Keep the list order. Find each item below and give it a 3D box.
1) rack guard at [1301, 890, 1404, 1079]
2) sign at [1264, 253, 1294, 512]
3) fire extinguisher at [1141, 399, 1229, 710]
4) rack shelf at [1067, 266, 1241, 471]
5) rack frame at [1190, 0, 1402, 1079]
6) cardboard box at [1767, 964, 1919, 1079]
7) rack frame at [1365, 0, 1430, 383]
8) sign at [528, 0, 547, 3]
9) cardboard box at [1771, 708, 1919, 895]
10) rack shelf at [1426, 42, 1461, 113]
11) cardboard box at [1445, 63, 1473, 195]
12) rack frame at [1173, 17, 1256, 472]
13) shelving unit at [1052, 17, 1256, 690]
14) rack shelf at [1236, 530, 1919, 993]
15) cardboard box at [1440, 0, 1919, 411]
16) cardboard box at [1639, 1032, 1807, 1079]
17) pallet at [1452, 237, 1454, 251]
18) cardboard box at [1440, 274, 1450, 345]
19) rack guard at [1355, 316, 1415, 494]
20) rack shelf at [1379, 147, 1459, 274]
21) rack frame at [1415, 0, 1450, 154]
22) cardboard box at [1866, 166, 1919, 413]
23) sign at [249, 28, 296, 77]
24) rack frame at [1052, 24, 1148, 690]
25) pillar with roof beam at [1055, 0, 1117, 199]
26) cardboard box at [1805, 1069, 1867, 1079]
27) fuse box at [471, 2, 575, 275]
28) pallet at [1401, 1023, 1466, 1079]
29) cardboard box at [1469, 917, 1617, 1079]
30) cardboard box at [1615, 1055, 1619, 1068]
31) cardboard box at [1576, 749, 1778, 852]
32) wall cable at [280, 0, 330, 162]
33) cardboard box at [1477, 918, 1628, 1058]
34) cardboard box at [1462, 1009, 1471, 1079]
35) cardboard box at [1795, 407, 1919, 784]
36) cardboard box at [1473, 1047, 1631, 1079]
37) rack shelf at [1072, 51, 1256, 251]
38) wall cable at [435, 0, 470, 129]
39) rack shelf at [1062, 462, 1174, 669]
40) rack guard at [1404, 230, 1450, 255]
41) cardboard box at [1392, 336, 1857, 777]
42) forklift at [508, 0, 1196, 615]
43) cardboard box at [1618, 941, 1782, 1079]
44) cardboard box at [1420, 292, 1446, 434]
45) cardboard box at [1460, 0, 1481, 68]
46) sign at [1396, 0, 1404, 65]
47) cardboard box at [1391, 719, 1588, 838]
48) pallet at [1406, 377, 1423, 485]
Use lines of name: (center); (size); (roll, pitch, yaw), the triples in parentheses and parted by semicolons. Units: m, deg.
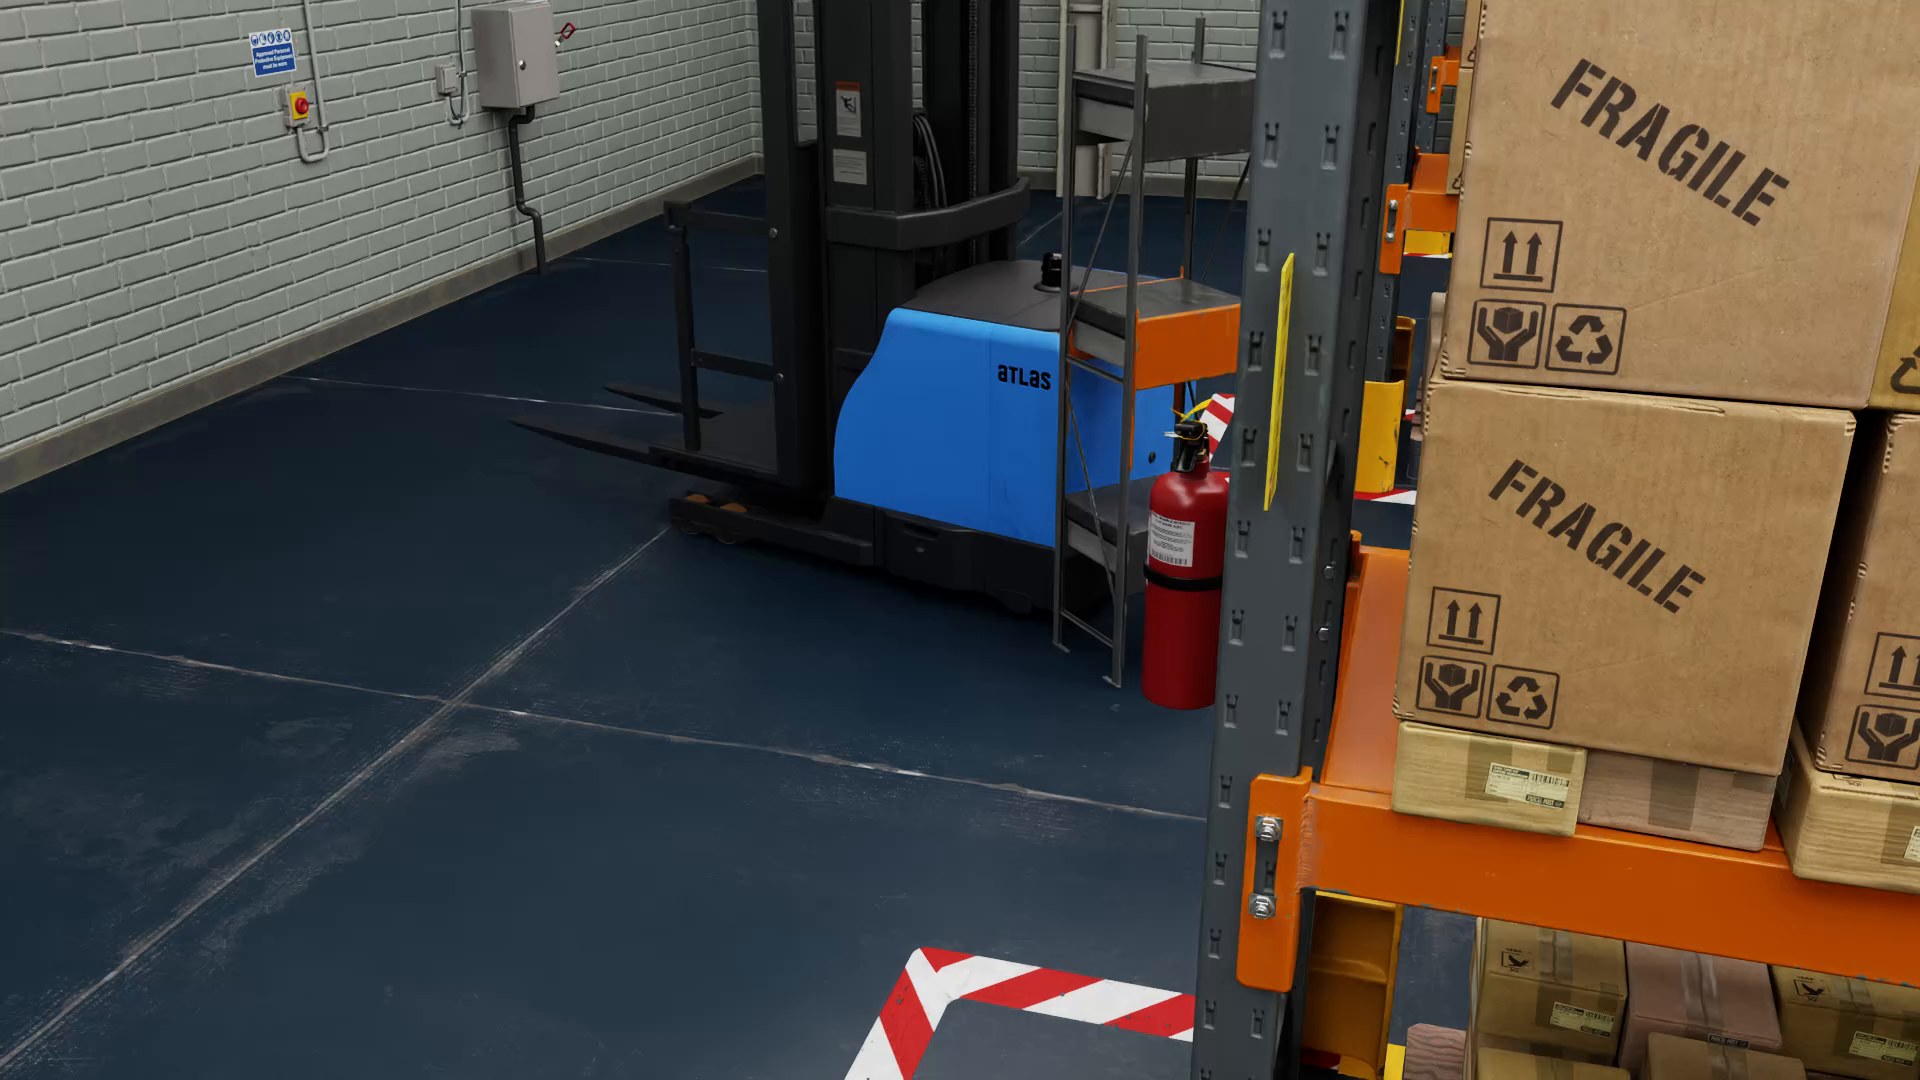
rack guard: (0.647, 1.163, 3.276); (0.348, 0.500, 1.175); (7, 23, 16)
sign: (0.418, -0.205, 2.177); (0.005, 0.325, 0.100); (7, 23, 16)
fire extinguisher: (0.467, 0.011, 3.384); (0.183, 0.674, 0.296); (7, 23, 16)
rack shelf: (0.644, -0.571, 5.432); (0.480, 0.518, 0.431); (-12, 25, -27)
rack frame: (0.574, -0.002, 2.822); (0.127, 3.000, 1.000); (7, 23, 16)
cardboard box: (1.663, 0.844, 3.179); (0.250, 0.149, 0.380); (6, 23, 14)
rack frame: (1.908, -1.811, 7.234); (0.127, 3.000, 1.000); (7, 23, 16)
sign: (-2.807, -3.327, 11.052); (0.001, 0.494, 0.329); (7, 23, 16)
cardboard box: (1.288, 0.331, 2.342); (0.250, 0.149, 0.380); (6, 23, 14)
rack shelf: (5.253, -3.063, 11.233); (4.000, 0.370, 1.077); (7, 23, 16)
cardboard box: (2.284, -1.701, 6.832); (0.500, 0.500, 0.500); (6, 23, 15)
rack frame: (0.856, -0.630, 5.539); (0.015, 2.100, 0.400); (-12, 25, -27)
shelving unit: (0.644, -0.584, 5.427); (0.503, 2.100, 0.431); (-12, 25, -27)
rack shelf: (2.489, 0.550, 2.424); (4.000, 0.370, 1.077); (7, 23, 16)
cardboard box: (0.928, -0.503, 2.202); (0.500, 0.500, 0.500); (6, 23, 15)
cardboard box: (1.277, 1.015, 2.763); (0.250, 0.149, 0.380); (7, 23, 16)
pallet: (4.174, -2.230, 11.928); (1.213, 0.211, 1.003); (7, 23, 16)
cardboard box: (1.079, -0.230, 2.855); (0.500, 0.500, 0.500); (7, 23, 17)
rack guard: (1.885, -0.658, 7.714); (0.348, 0.500, 1.175); (7, 23, 16)
rack shelf: (3.822, -1.259, 6.836); (4.000, 0.370, 1.077); (7, 23, 16)
rack frame: (3.338, -3.615, 11.631); (0.127, 3.000, 1.000); (7, 23, 16)
cardboard box: (1.413, -0.450, 2.073); (0.500, 0.500, 0.500); (7, 23, 17)
sign: (-3.570, -2.535, 8.642); (0.001, 0.218, 0.327); (7, 23, 16)
rack frame: (0.432, -0.538, 5.315); (0.015, 2.100, 0.400); (-12, 25, -27)
pillar with roof beam: (-0.227, -5.450, 8.198); (0.400, 9.000, 9.100); (7, 23, 16)
cardboard box: (1.660, 0.996, 3.201); (0.250, 0.149, 0.380); (6, 23, 13)
fuse box: (-2.751, -2.572, 10.786); (0.414, 1.711, 0.539); (7, 23, 16)
pallet: (1.415, 1.398, 3.083); (1.213, 0.211, 1.003); (7, 23, 16)
cardboard box: (1.162, 0.939, 3.339); (0.250, 0.149, 0.380); (6, 23, 14)
cardboard box: (1.397, 0.988, 3.221); (0.250, 0.149, 0.380); (6, 23, 14)
cardboard box: (1.046, 0.282, 2.462); (0.250, 0.149, 0.380); (7, 23, 17)
wall cable: (-3.498, -2.906, 8.521); (0.123, 1.953, 0.585); (7, 23, 16)
cardboard box: (1.155, 0.813, 3.254); (0.250, 0.149, 0.380); (7, 23, 16)
cardboard box: (1.139, 1.105, 3.328); (0.250, 0.149, 0.380); (7, 23, 16)
cardboard box: (1.444, 0.013, 2.262); (0.500, 0.500, 0.500); (7, 23, 16)
cardboard box: (0.978, 1.028, 2.730); (0.250, 0.149, 0.380); (5, 23, 13)
rack shelf: (0.644, -1.219, 5.166); (0.480, 0.518, 0.431); (-12, 25, -27)
wall cable: (-3.099, -3.408, 9.786); (0.122, 1.984, 0.588); (7, 23, 16)
rack shelf: (0.644, 0.076, 5.698); (0.480, 0.518, 0.431); (-12, 25, -27)
rack guard: (3.411, -2.451, 12.085); (0.348, 0.500, 1.175); (7, 23, 16)
cardboard box: (0.924, -0.036, 2.382); (0.500, 0.500, 0.500); (8, 24, 18)
forklift: (-0.587, -1.491, 6.543); (3.031, 2.935, 1.130); (14, 26, 30)
cardboard box: (1.378, 0.862, 3.136); (0.250, 0.149, 0.380); (7, 23, 17)
cardboard box: (2.568, -0.784, 7.552); (0.875, 0.438, 0.875); (6, 23, 14)
cardboard box: (2.285, -2.164, 6.644); (0.500, 0.500, 0.500); (6, 23, 14)
sign: (1.742, -2.048, 6.564); (0.005, 0.325, 0.100); (7, 23, 16)
cardboard box: (0.790, 0.269, 2.493); (0.250, 0.149, 0.380); (6, 23, 15)
pallet: (2.696, -0.462, 7.619); (1.213, 0.211, 1.003); (7, 23, 16)
